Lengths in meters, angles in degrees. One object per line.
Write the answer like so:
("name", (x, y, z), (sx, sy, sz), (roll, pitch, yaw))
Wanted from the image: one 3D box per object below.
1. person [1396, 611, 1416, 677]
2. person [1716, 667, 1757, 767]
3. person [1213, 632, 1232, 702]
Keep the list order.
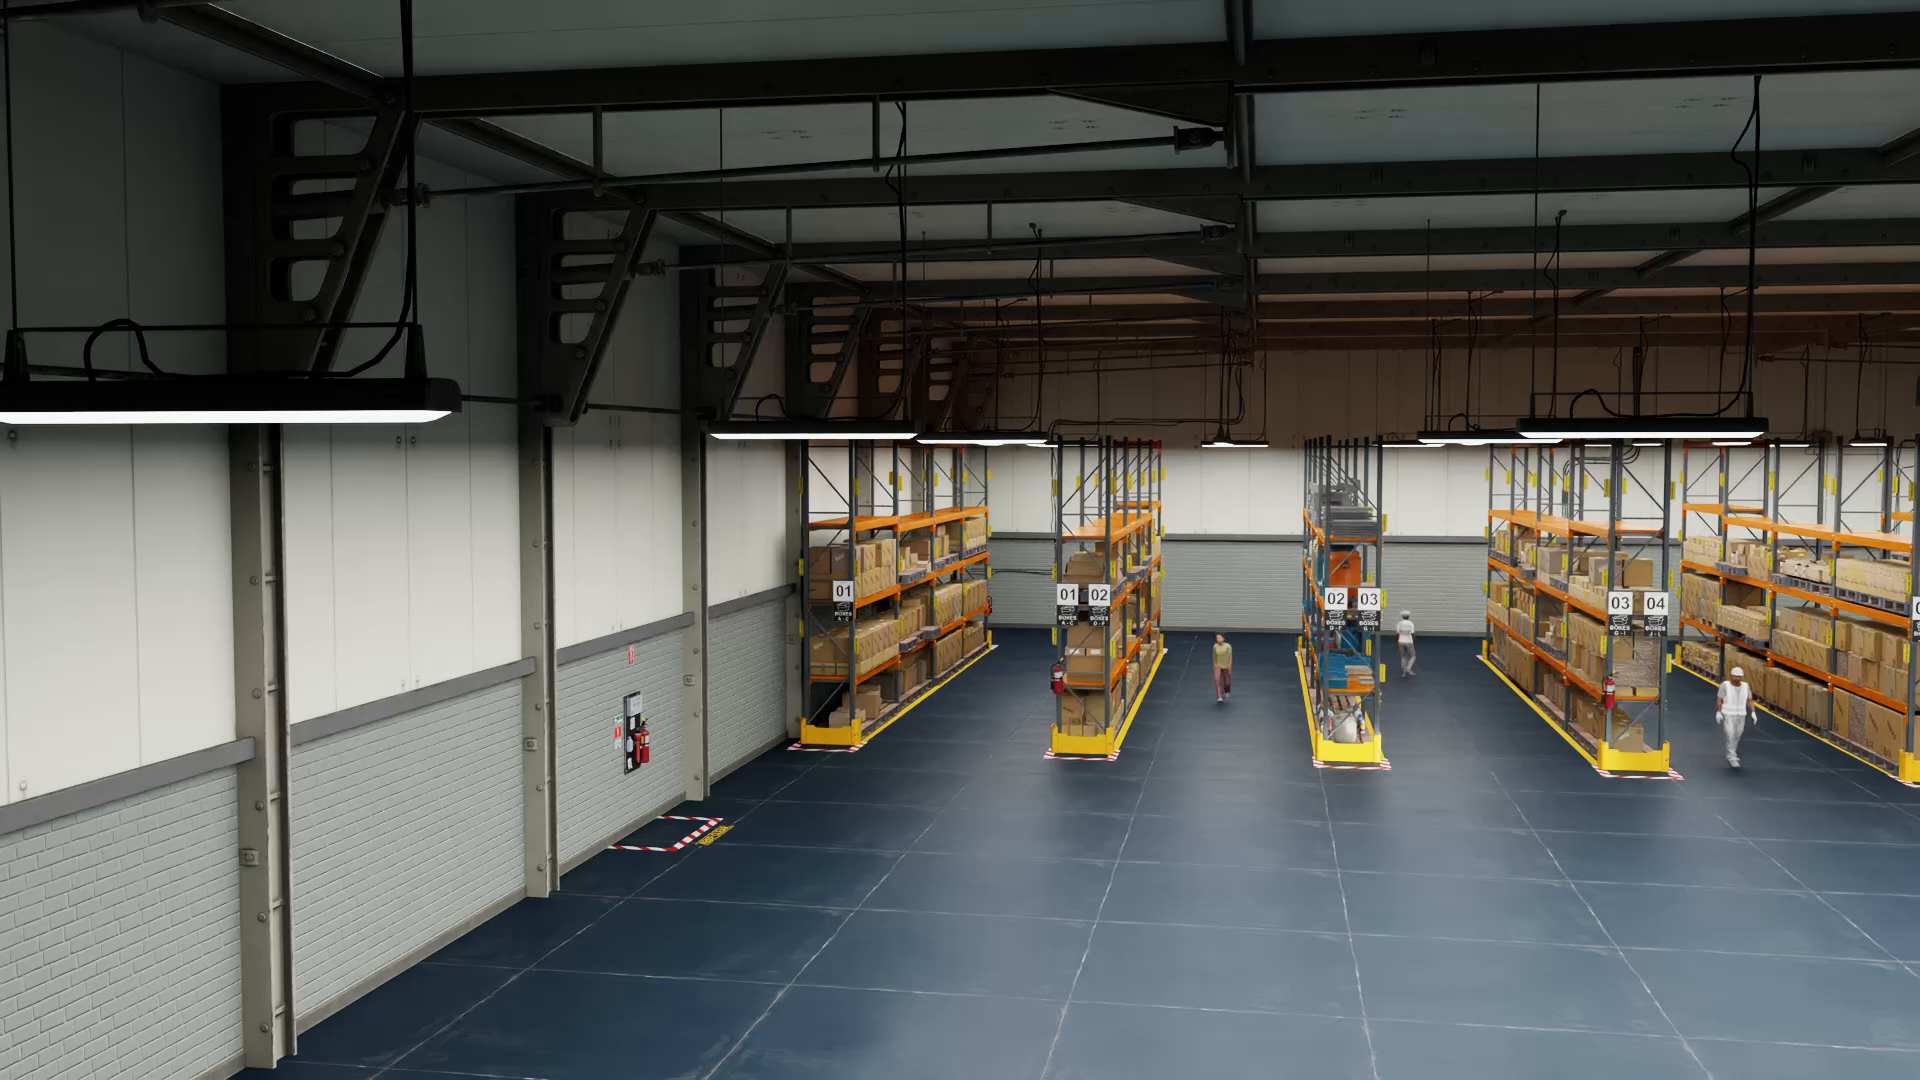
("person", (11.238, 2.627, 41.878), (0.513, 1.673, 0.495), (1, 3, 26))
("person", (14.115, 3.191, 30.227), (0.614, 1.769, 0.757), (0, 3, 1))
("person", (5.992, 2.885, 38.003), (0.444, 1.557, 1.019), (1, 3, 15))
